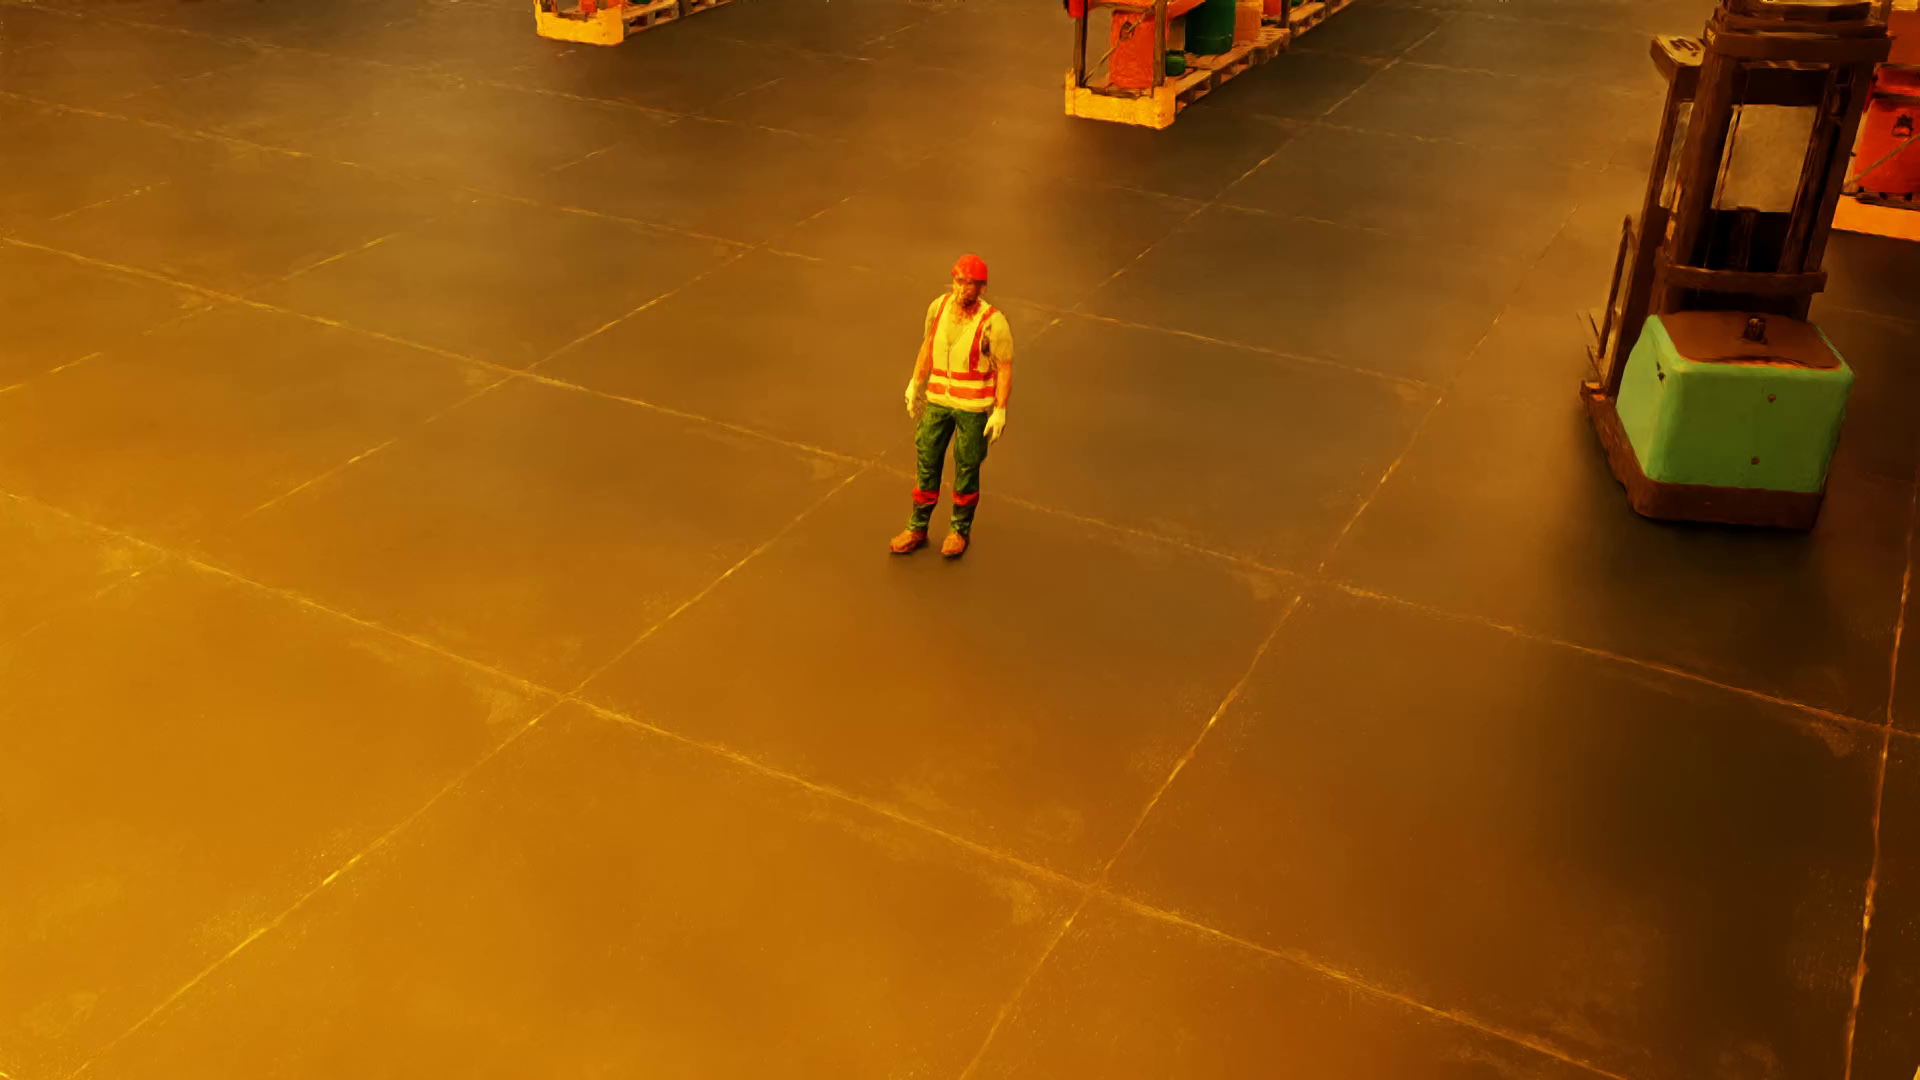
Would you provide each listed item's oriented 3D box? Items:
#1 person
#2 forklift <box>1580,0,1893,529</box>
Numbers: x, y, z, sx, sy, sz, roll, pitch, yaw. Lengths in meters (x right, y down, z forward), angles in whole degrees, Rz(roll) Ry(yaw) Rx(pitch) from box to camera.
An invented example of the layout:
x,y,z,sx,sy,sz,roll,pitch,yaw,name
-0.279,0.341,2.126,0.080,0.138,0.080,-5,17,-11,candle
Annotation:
x,y,z,sx,sy,sz,roll,pitch,yaw,name
-0.049,-0.748,9.496,0.637,1.787,0.563,15,33,25,person
4.867,-2.054,10.629,1.130,2.935,3.031,4,30,8,forklift
